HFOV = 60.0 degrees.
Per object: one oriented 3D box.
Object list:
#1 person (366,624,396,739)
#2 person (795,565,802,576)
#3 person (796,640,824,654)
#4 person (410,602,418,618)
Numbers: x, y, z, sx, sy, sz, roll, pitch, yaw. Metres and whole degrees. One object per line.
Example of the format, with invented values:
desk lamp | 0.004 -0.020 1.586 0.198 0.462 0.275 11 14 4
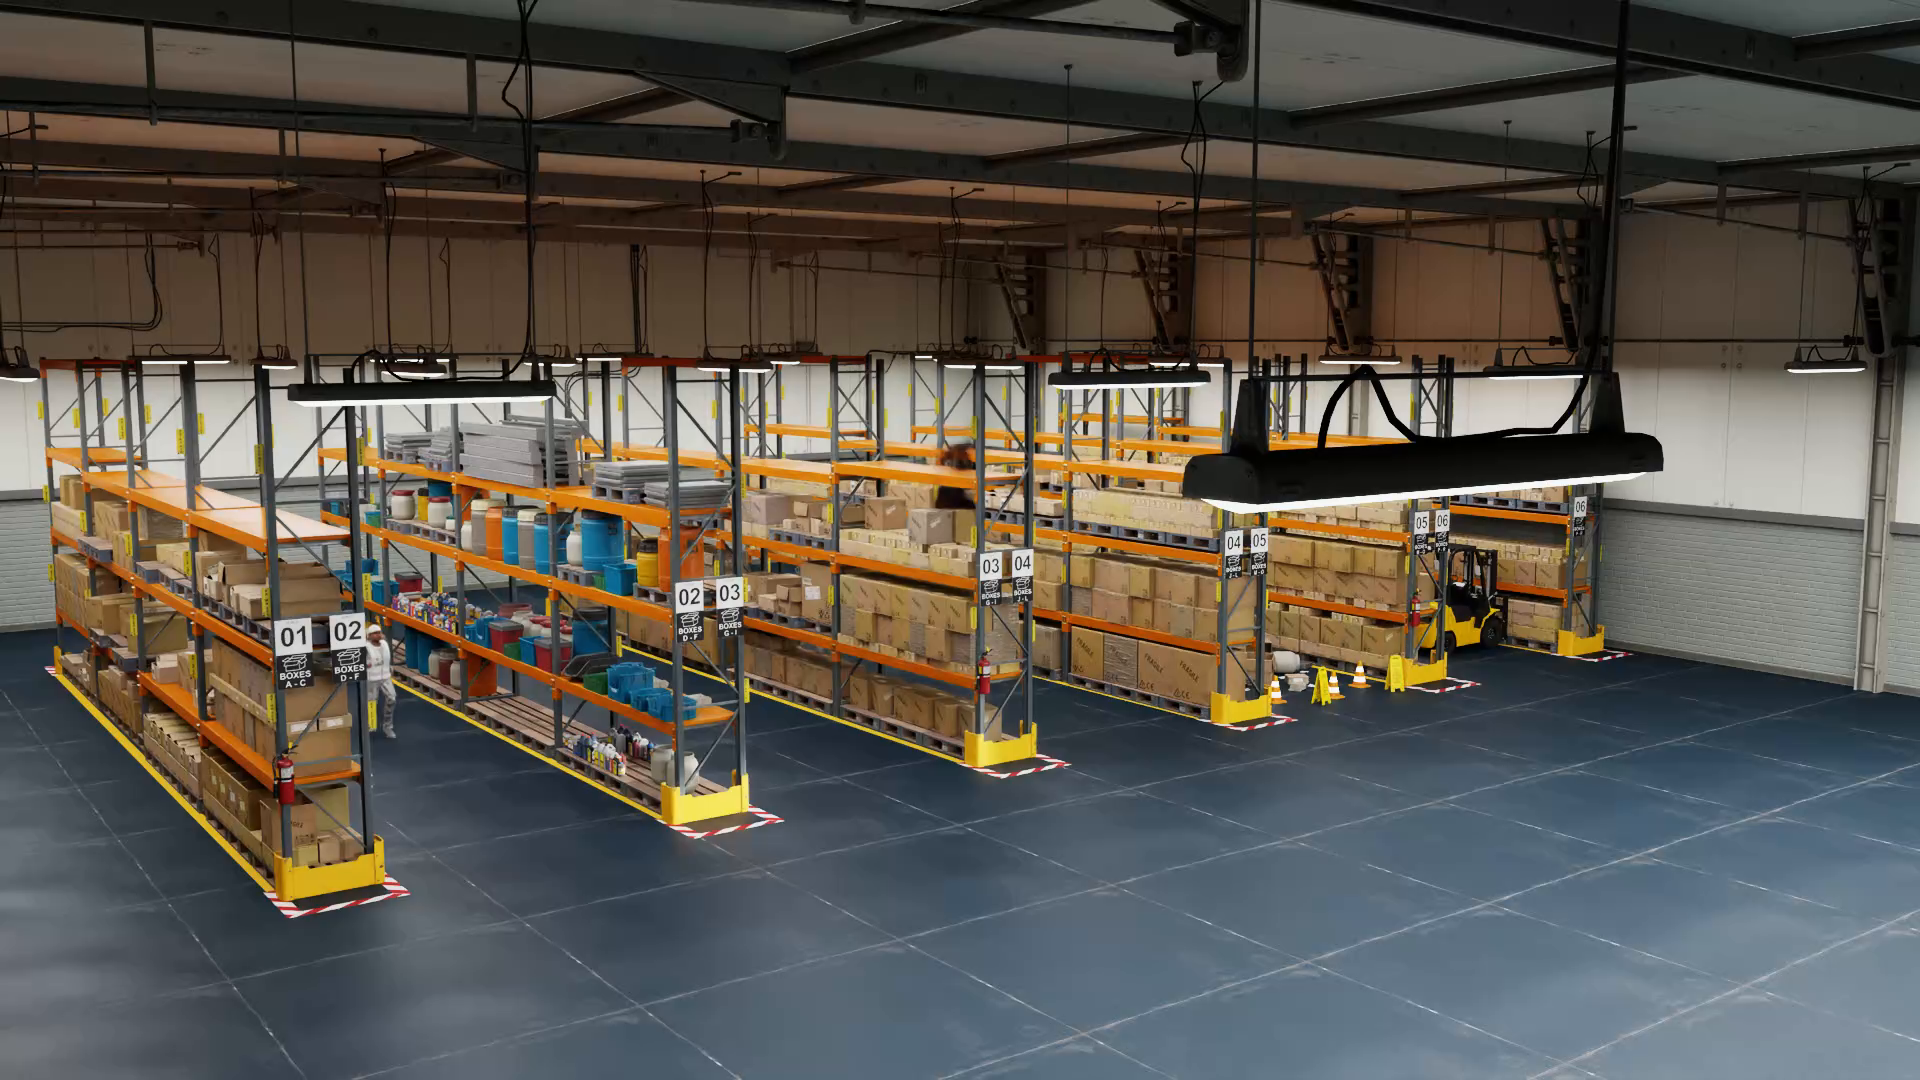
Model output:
person | -9.302 2.263 26.551 0.733 1.841 0.641 6 9 42
person | -3.969 0.512 41.678 0.834 1.678 0.577 3 8 25
person | 1.699 1.546 15.398 32.130 5.848 19.087 7 10 44
person | -3.741 1.112 36.323 17.372 1.702 0.920 -7 9 -43
